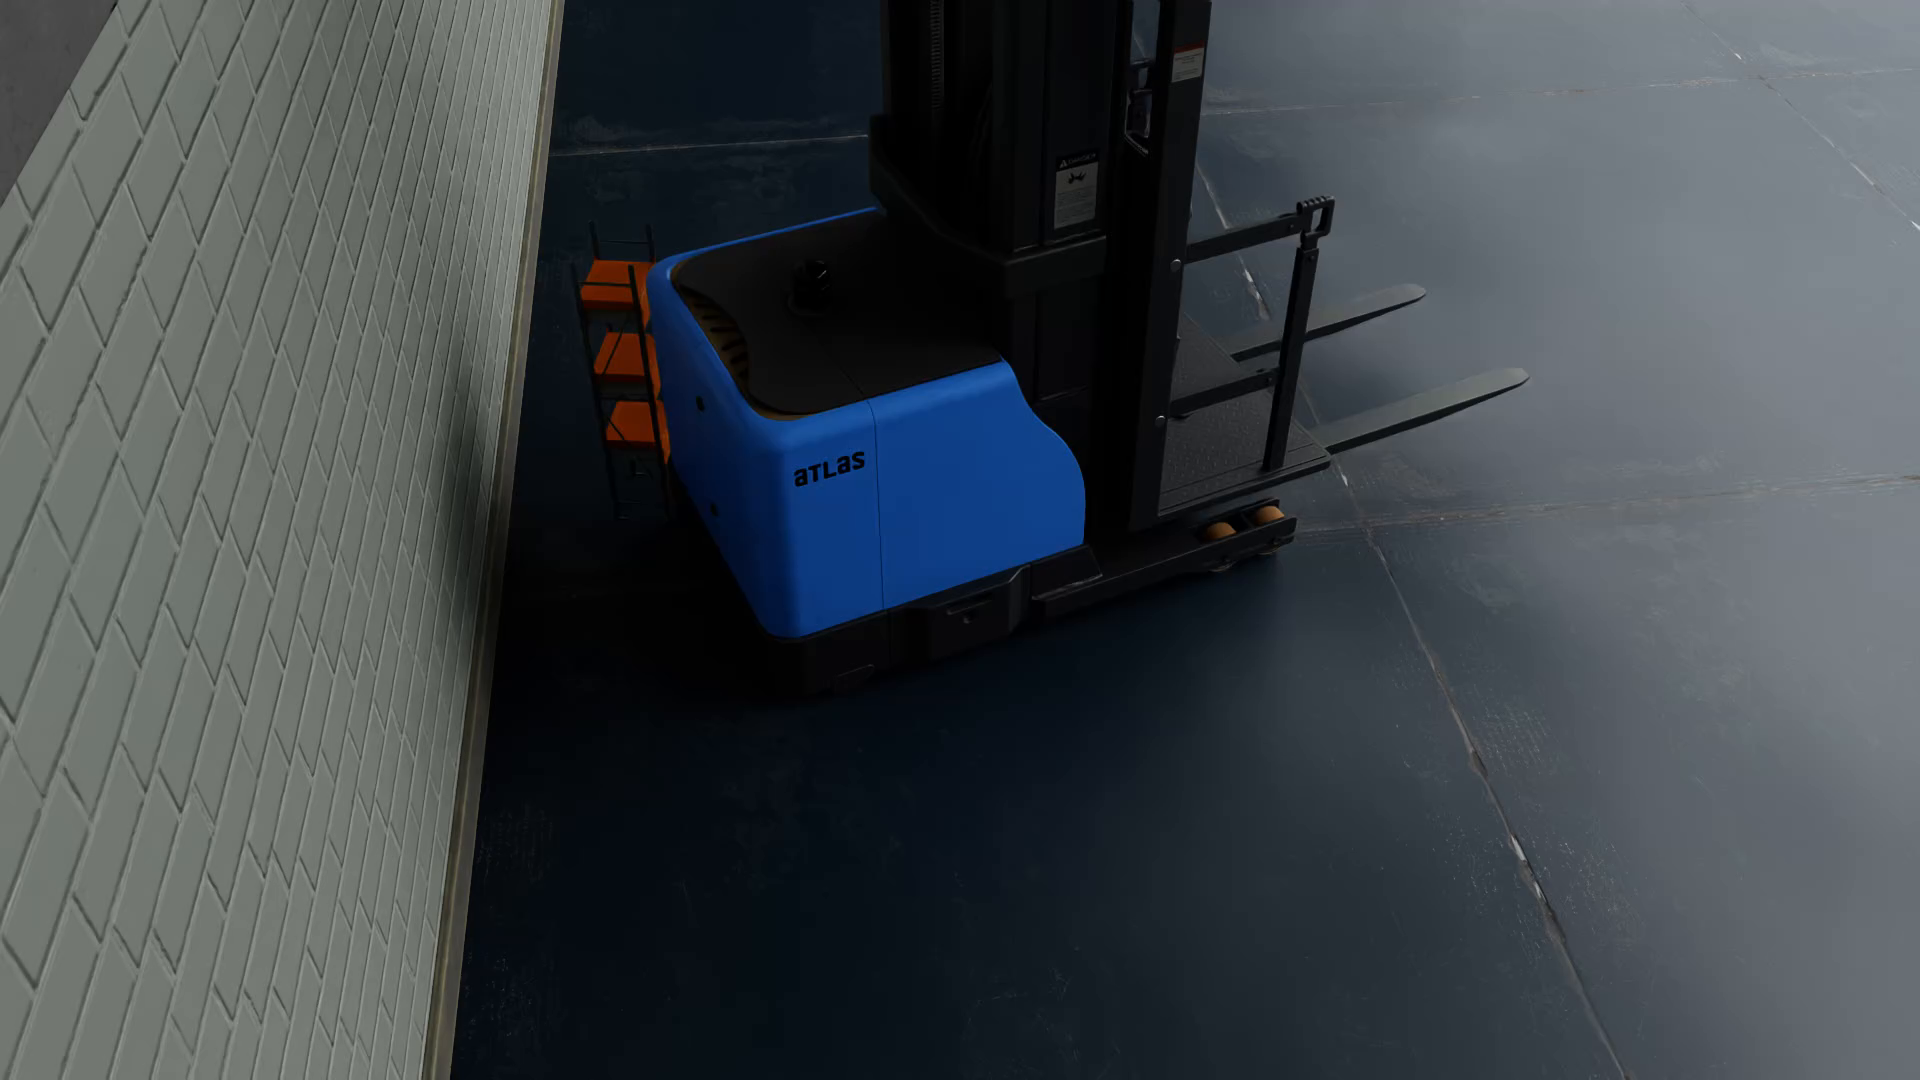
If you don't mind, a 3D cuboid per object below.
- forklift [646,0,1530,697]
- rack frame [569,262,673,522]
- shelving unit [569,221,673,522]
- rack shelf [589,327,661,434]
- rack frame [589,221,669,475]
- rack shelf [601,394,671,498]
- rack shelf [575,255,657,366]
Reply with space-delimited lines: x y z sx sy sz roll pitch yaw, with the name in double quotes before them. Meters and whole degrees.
"forklift" 0.578 -1.283 4.984 3.031 2.935 1.130 -18 45 -19
"rack frame" -1.105 -0.460 5.476 0.200 1.050 0.008 3 42 3
"shelving unit" -1.096 -0.541 5.566 0.215 1.050 0.252 3 42 3
"rack shelf" -1.096 -0.534 5.573 0.215 0.259 0.240 3 42 3
"rack frame" -1.086 -0.623 5.657 0.200 1.050 0.008 3 42 3
"rack shelf" -1.096 -0.327 5.760 0.215 0.259 0.240 3 42 3
"rack shelf" -1.095 -0.744 5.383 0.215 0.259 0.240 3 42 3
